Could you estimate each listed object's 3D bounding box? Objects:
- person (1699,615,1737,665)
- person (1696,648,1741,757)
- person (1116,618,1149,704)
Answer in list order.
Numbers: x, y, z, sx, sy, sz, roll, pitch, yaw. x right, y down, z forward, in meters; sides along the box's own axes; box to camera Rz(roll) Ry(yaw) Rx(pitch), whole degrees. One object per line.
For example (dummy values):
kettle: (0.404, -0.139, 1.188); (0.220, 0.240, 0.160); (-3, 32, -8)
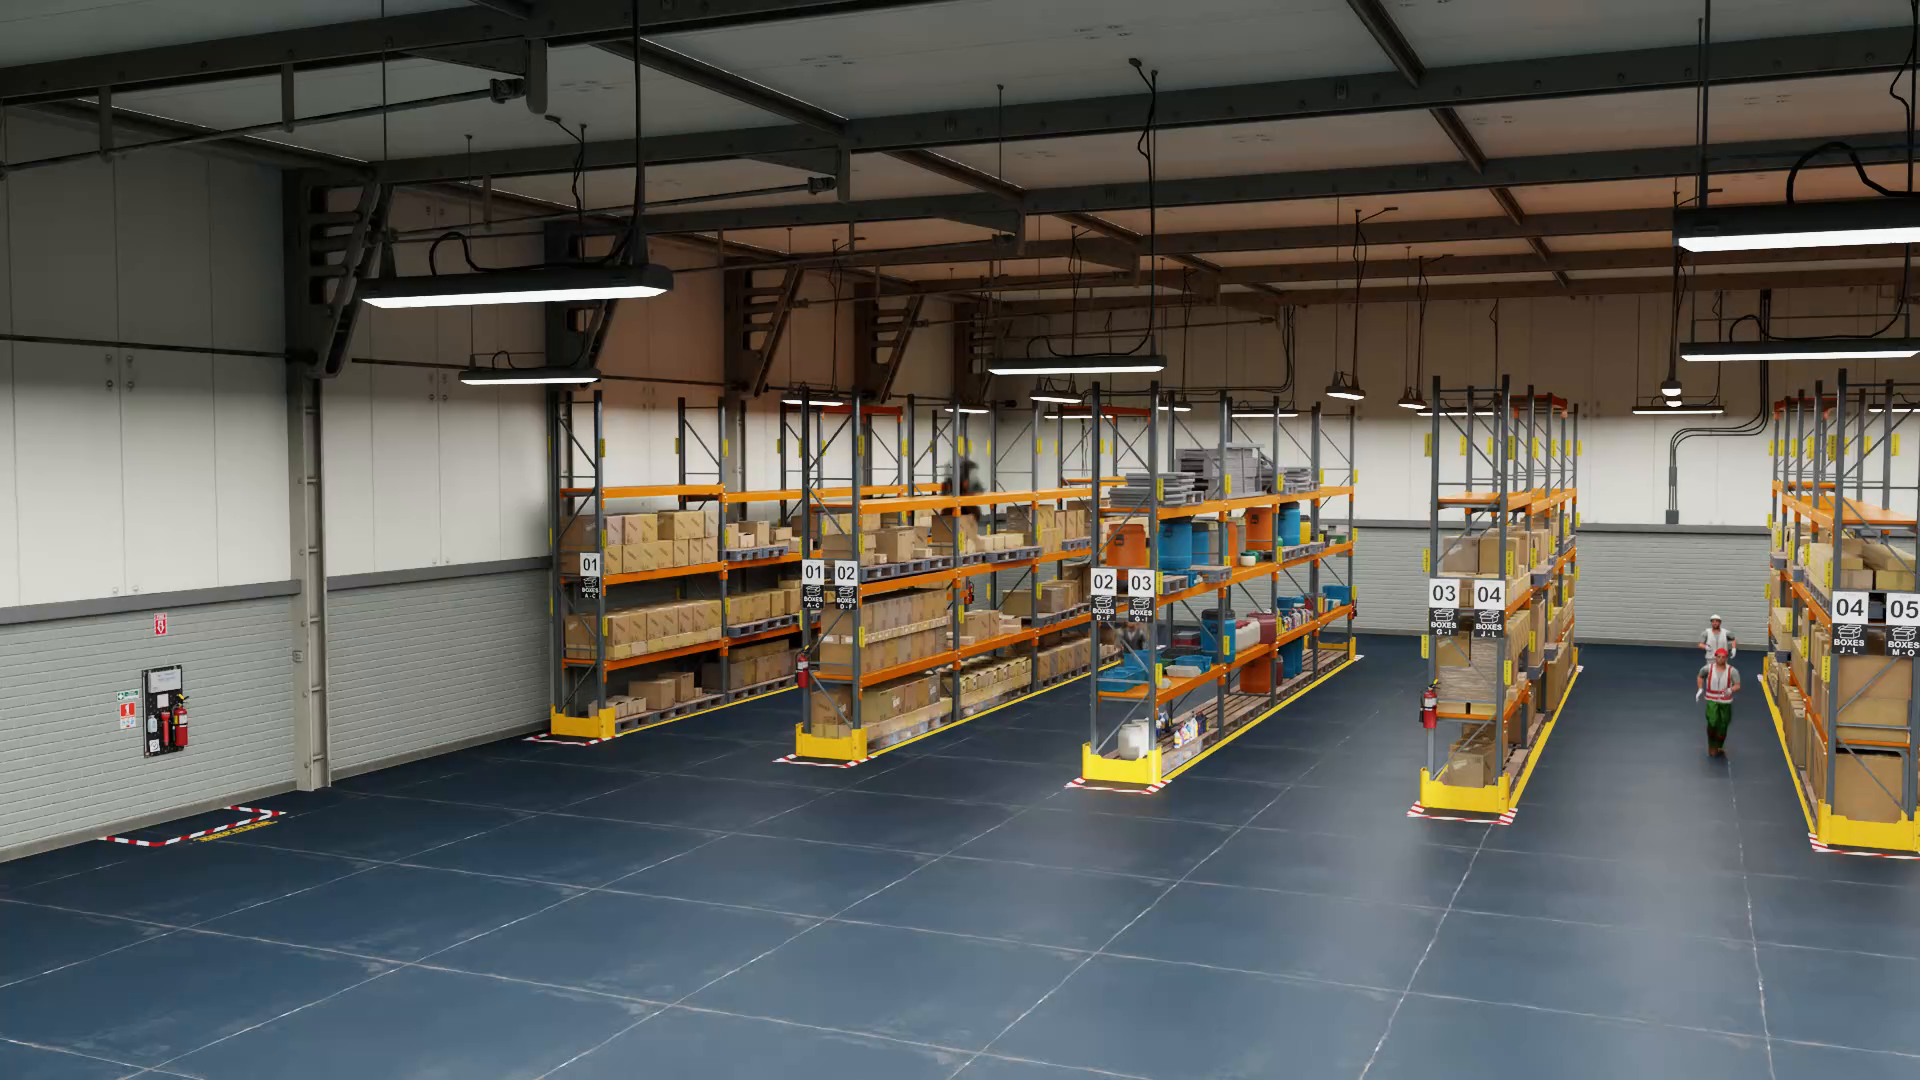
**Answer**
person: (14.641, 2.346, 32.157); (0.665, 1.812, 0.813); (2, 4, 26)
person: (12.252, 2.626, 26.864); (0.649, 1.777, 0.785); (1, 3, 21)
person: (3.356, 2.356, 32.540); (0.642, 1.714, 0.647); (1, 3, 12)
